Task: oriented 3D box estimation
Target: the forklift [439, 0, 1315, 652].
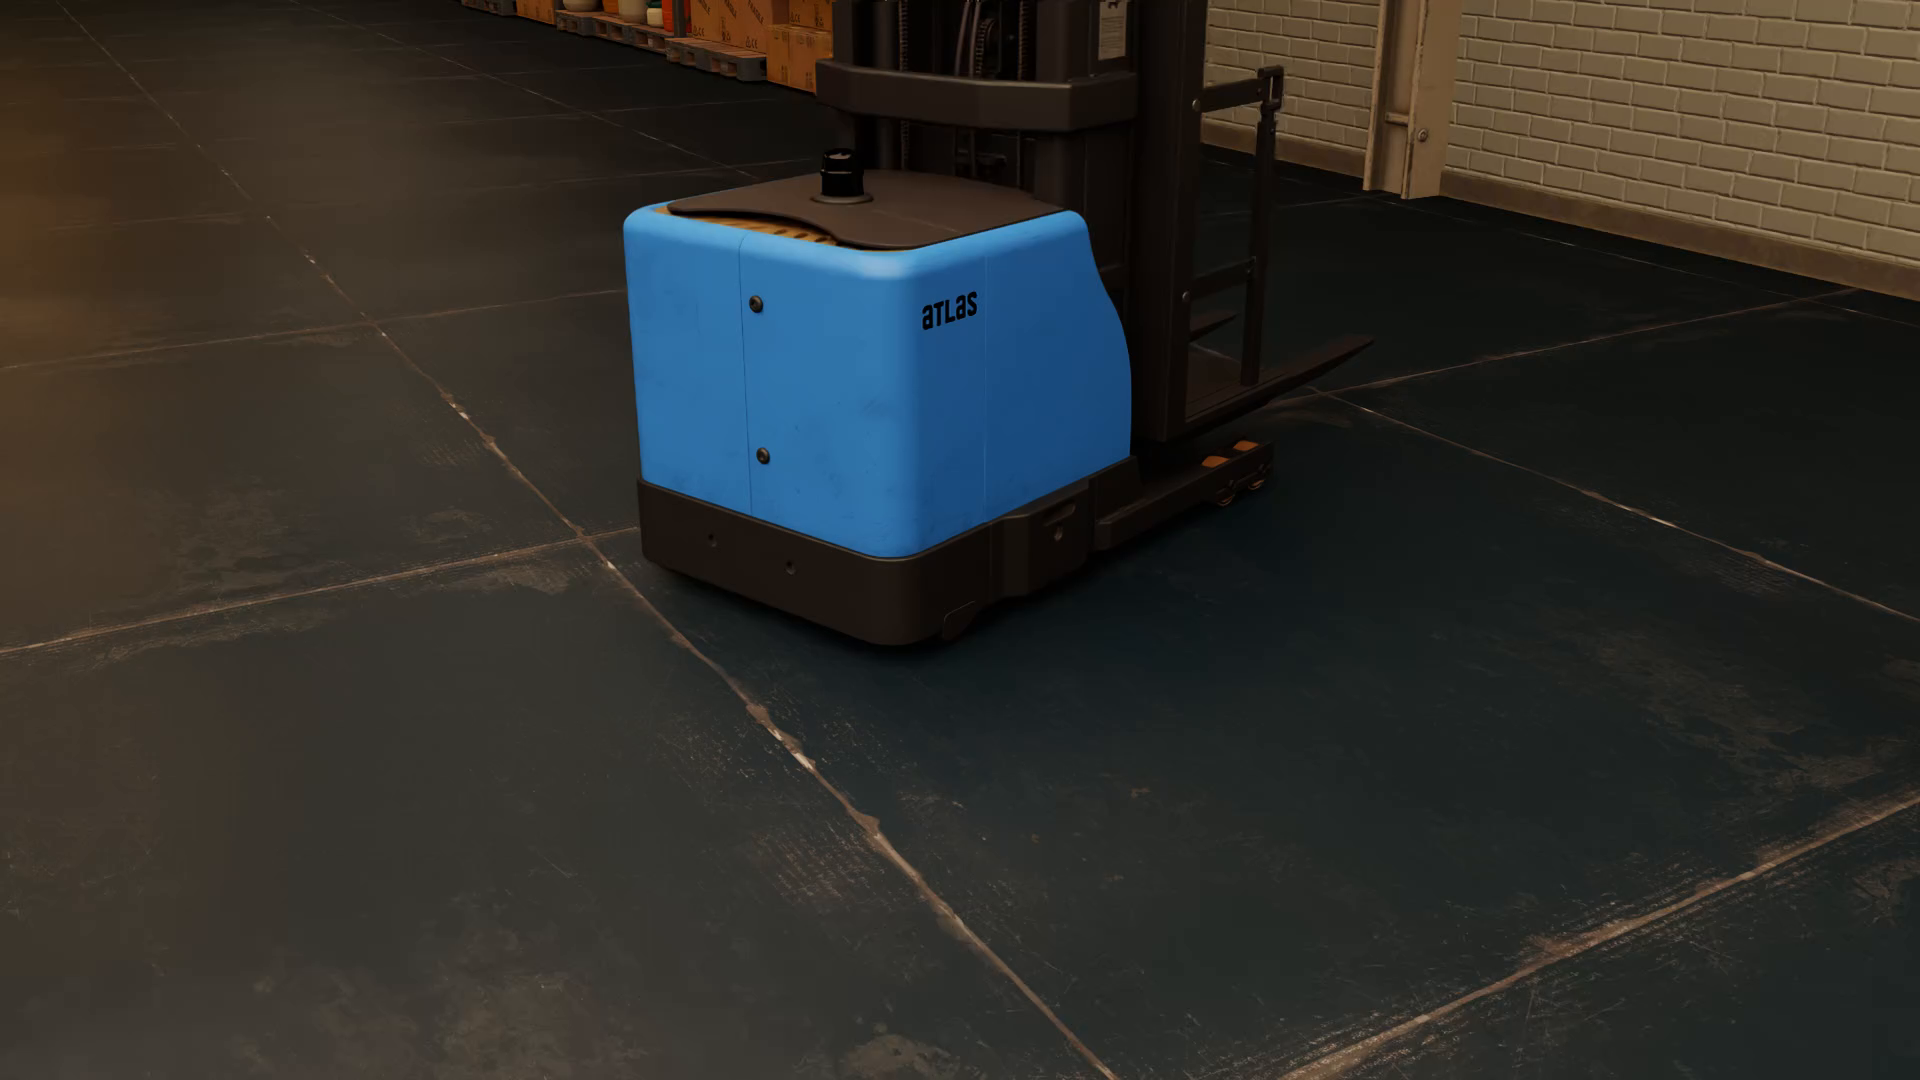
[{"bbox_3d":[-0.481,-1.497,4.922,3.031,2.935,1.130,16,27,34],"label":"forklift"}]
